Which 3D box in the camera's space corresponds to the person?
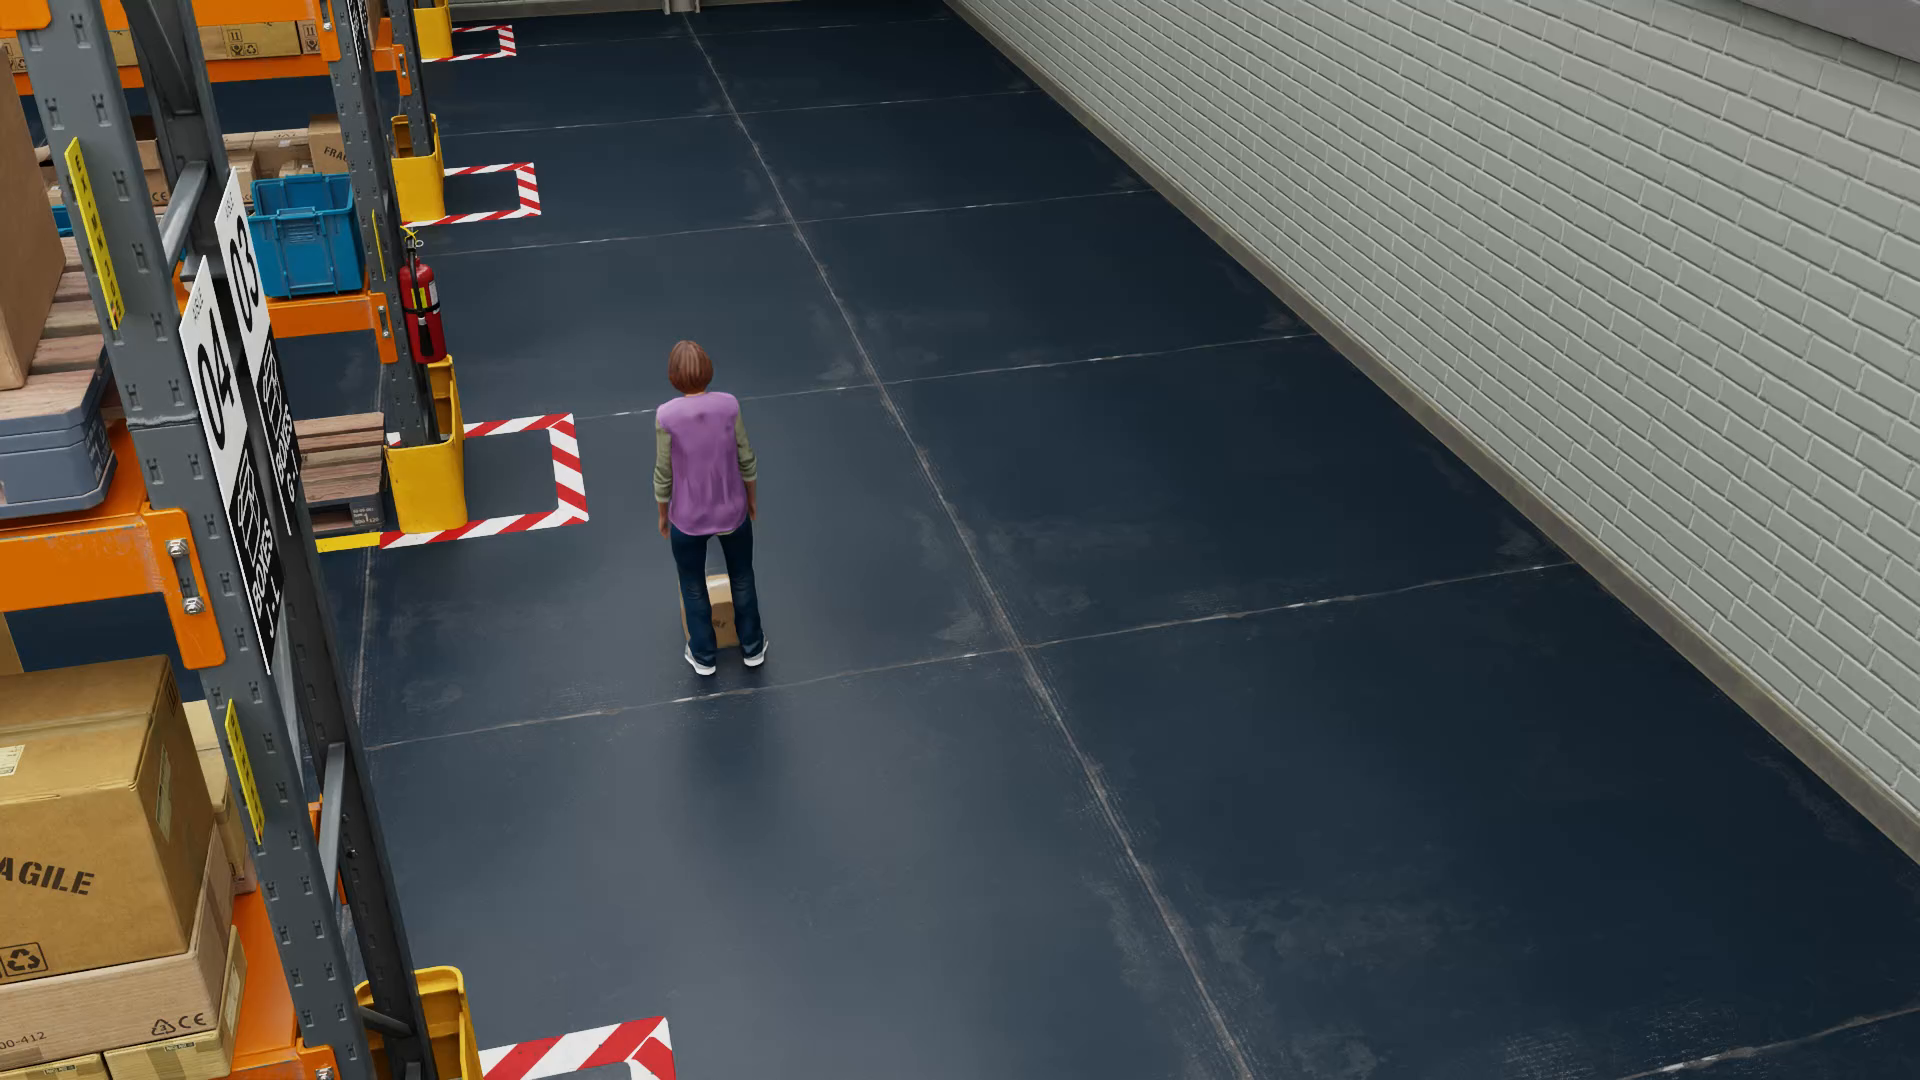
[{"bbox_3d":[-1.107,-0.115,7.337,0.466,1.592,0.346,-9,32,-15],"label":"person"}]
